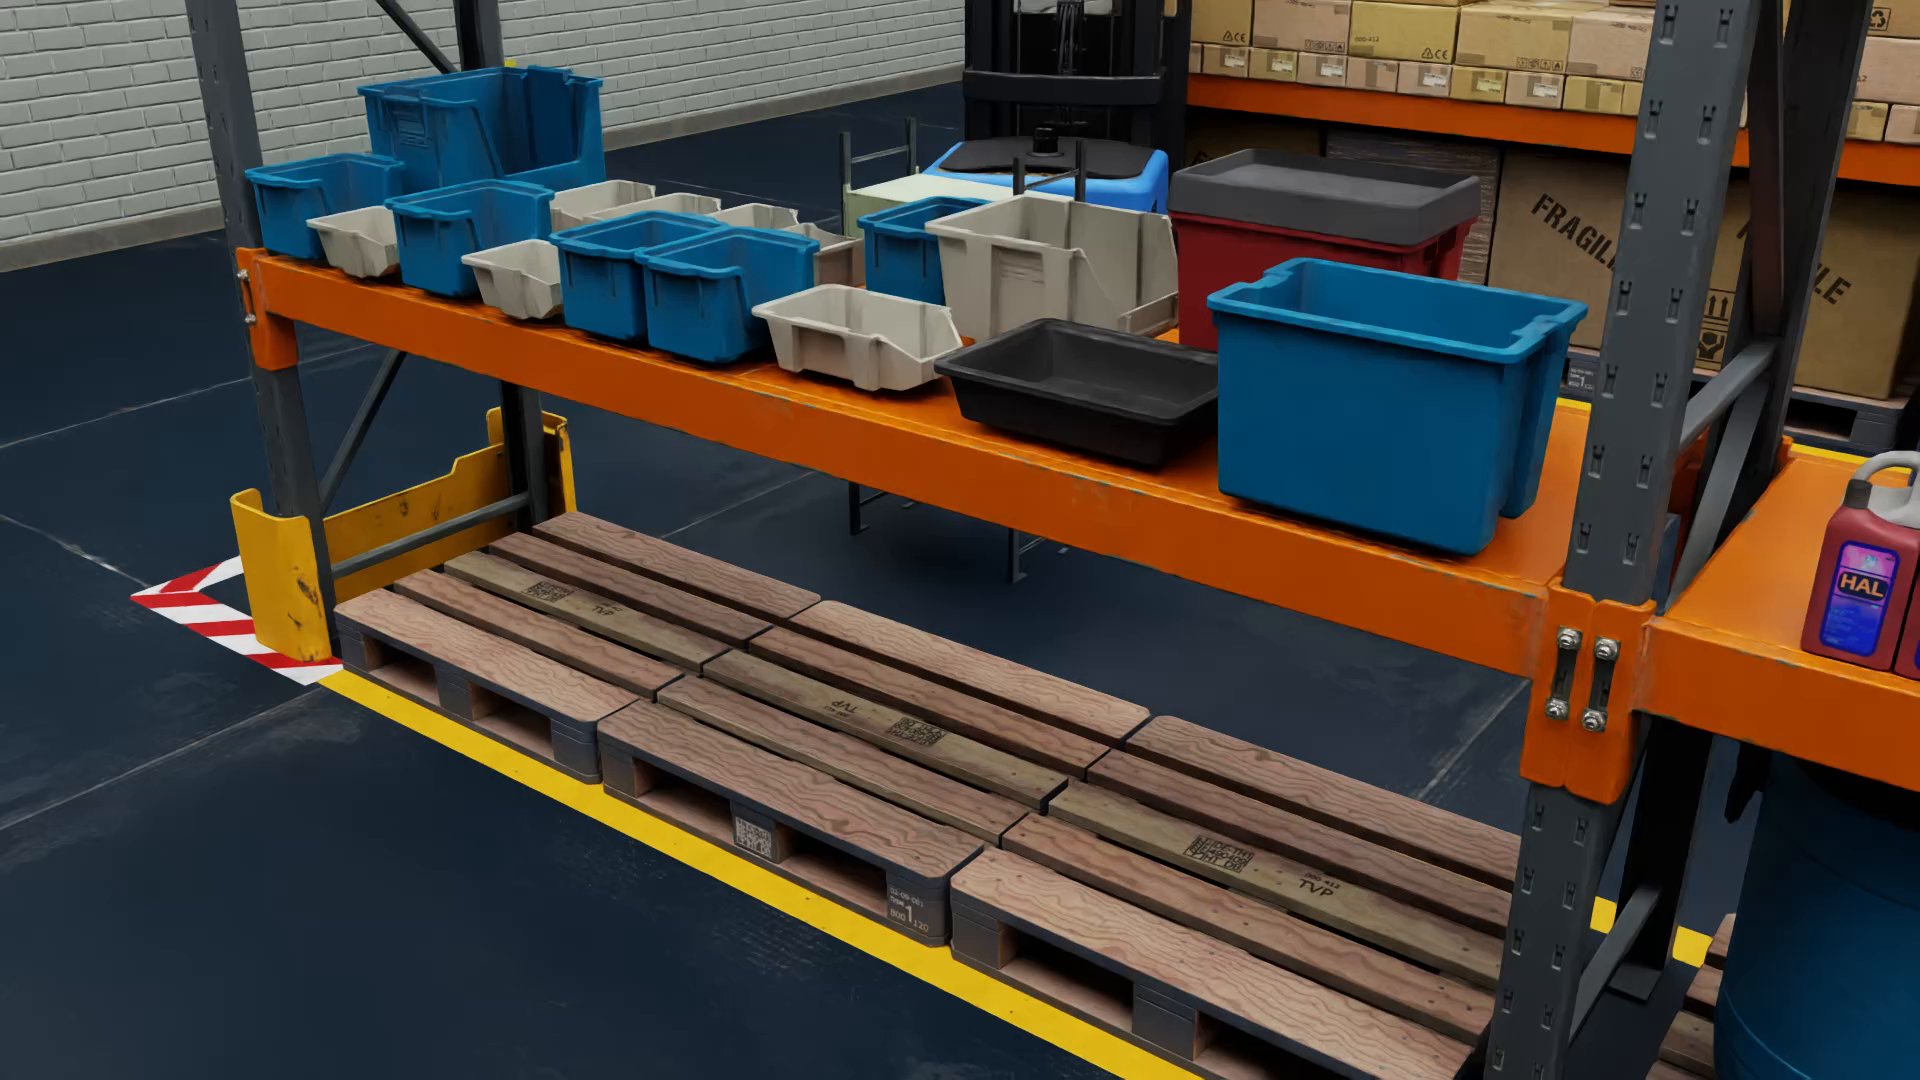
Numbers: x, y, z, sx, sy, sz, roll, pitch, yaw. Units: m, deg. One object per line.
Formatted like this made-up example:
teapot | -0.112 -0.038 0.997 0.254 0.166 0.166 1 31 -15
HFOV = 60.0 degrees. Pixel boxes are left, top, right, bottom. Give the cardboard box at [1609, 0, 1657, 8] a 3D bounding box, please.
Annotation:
cardboard box | 3.288 -2.680 7.500 0.500 0.500 0.500 16 28 32

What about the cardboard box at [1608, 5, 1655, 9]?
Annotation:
cardboard box | 3.294 -2.336 7.650 0.500 0.250 0.500 18 29 35

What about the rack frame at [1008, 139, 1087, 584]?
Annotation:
rack frame | 0.298 -0.596 5.743 0.023 1.500 0.400 17 29 33

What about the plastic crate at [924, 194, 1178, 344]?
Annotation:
plastic crate | 0.244 -0.629 4.031 0.530 0.282 0.437 17 29 33

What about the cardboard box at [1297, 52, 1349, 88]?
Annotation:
cardboard box | 1.832 -2.299 8.060 0.250 0.149 0.380 16 29 33

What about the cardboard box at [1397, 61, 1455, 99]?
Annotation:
cardboard box | 2.242 -2.175 7.779 0.250 0.149 0.380 16 29 33

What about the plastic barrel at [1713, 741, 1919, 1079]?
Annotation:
plastic barrel | 1.781 0.678 3.073 0.708 0.901 0.600 17 29 33

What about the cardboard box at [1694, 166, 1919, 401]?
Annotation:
cardboard box | 3.846 -1.231 7.438 0.875 0.875 0.875 17 29 33

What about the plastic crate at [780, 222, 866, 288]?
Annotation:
plastic crate | -0.375 -0.763 4.514 0.250 0.136 0.298 17 29 33

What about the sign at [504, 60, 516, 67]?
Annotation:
sign | -1.528 -1.451 5.620 0.005 0.325 0.100 17 29 33

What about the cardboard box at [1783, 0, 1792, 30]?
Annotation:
cardboard box | 3.399 -2.384 6.827 0.500 0.500 0.500 17 29 34

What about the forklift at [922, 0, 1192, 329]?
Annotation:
forklift | 0.616 -2.487 8.260 1.130 2.935 3.031 5 24 11

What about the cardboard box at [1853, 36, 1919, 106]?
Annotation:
cardboard box | 3.815 -1.915 6.693 0.500 0.250 0.500 16 29 32

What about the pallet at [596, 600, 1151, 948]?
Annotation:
pallet | -0.237 0.588 4.653 1.213 0.211 1.003 17 29 33

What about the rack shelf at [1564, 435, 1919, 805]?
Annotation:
rack shelf | 2.956 0.585 2.093 4.000 0.370 1.077 17 29 33

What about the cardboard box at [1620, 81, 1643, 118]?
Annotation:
cardboard box | 3.062 -1.927 7.216 0.250 0.149 0.380 17 29 34

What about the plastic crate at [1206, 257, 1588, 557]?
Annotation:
plastic crate | 0.777 -0.250 3.044 0.575 0.384 0.392 17 29 33

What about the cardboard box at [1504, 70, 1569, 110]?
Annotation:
cardboard box | 2.654 -2.051 7.497 0.250 0.149 0.380 17 29 34

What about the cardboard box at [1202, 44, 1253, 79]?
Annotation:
cardboard box | 1.418 -2.424 8.343 0.250 0.149 0.380 16 29 33

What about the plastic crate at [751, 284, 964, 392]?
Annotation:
plastic crate | -0.218 -0.458 3.823 0.466 0.136 0.293 17 29 33

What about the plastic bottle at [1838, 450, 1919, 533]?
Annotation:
plastic bottle | 1.475 -0.005 2.603 0.185 0.351 0.144 17 29 33

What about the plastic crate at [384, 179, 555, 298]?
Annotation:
plastic crate | -1.318 -0.820 4.525 0.300 0.233 0.416 17 29 33

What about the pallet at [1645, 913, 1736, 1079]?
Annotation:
pallet | 1.948 1.249 3.154 1.213 0.211 1.003 17 29 33

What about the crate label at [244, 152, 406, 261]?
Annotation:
crate label | -1.845 -0.980 4.887 0.303 0.233 0.416 17 29 33

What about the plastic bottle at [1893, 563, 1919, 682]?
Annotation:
plastic bottle | 1.500 0.084 2.483 0.133 0.283 0.061 17 29 33

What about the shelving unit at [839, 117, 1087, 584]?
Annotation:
shelving unit | 0.005 -0.685 5.944 0.755 1.500 0.431 17 29 33

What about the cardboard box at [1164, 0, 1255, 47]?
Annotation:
cardboard box | 1.347 -2.657 8.377 0.500 0.250 0.500 16 28 32

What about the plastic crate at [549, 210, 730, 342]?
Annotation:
plastic crate | -0.792 -0.661 4.164 0.300 0.233 0.416 17 29 33

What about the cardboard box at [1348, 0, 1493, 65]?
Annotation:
cardboard box | 2.167 -2.411 7.819 0.500 0.250 0.500 16 28 32

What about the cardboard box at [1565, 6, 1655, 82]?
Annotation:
cardboard box | 2.991 -2.163 7.256 0.500 0.250 0.500 18 29 34

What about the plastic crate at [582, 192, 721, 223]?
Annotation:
plastic crate | -0.861 -0.888 4.798 0.243 0.136 0.396 17 29 33

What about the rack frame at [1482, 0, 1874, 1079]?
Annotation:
rack frame | 1.355 -0.227 3.046 0.127 3.000 1.000 17 29 33

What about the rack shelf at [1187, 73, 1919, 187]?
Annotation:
rack shelf | 2.726 -1.980 7.916 4.000 0.370 1.077 17 29 33

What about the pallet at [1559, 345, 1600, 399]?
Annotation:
pallet | 2.784 -1.053 8.379 1.213 0.211 1.003 17 29 33

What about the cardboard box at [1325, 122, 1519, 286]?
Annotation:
cardboard box | 2.414 -1.664 8.420 0.875 0.875 0.875 17 29 33

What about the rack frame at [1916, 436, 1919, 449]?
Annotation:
rack frame | 4.326 -1.826 6.673 0.127 3.000 1.000 17 29 33

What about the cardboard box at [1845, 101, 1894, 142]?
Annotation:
cardboard box | 3.679 -1.741 6.792 0.250 0.149 0.380 17 29 34
